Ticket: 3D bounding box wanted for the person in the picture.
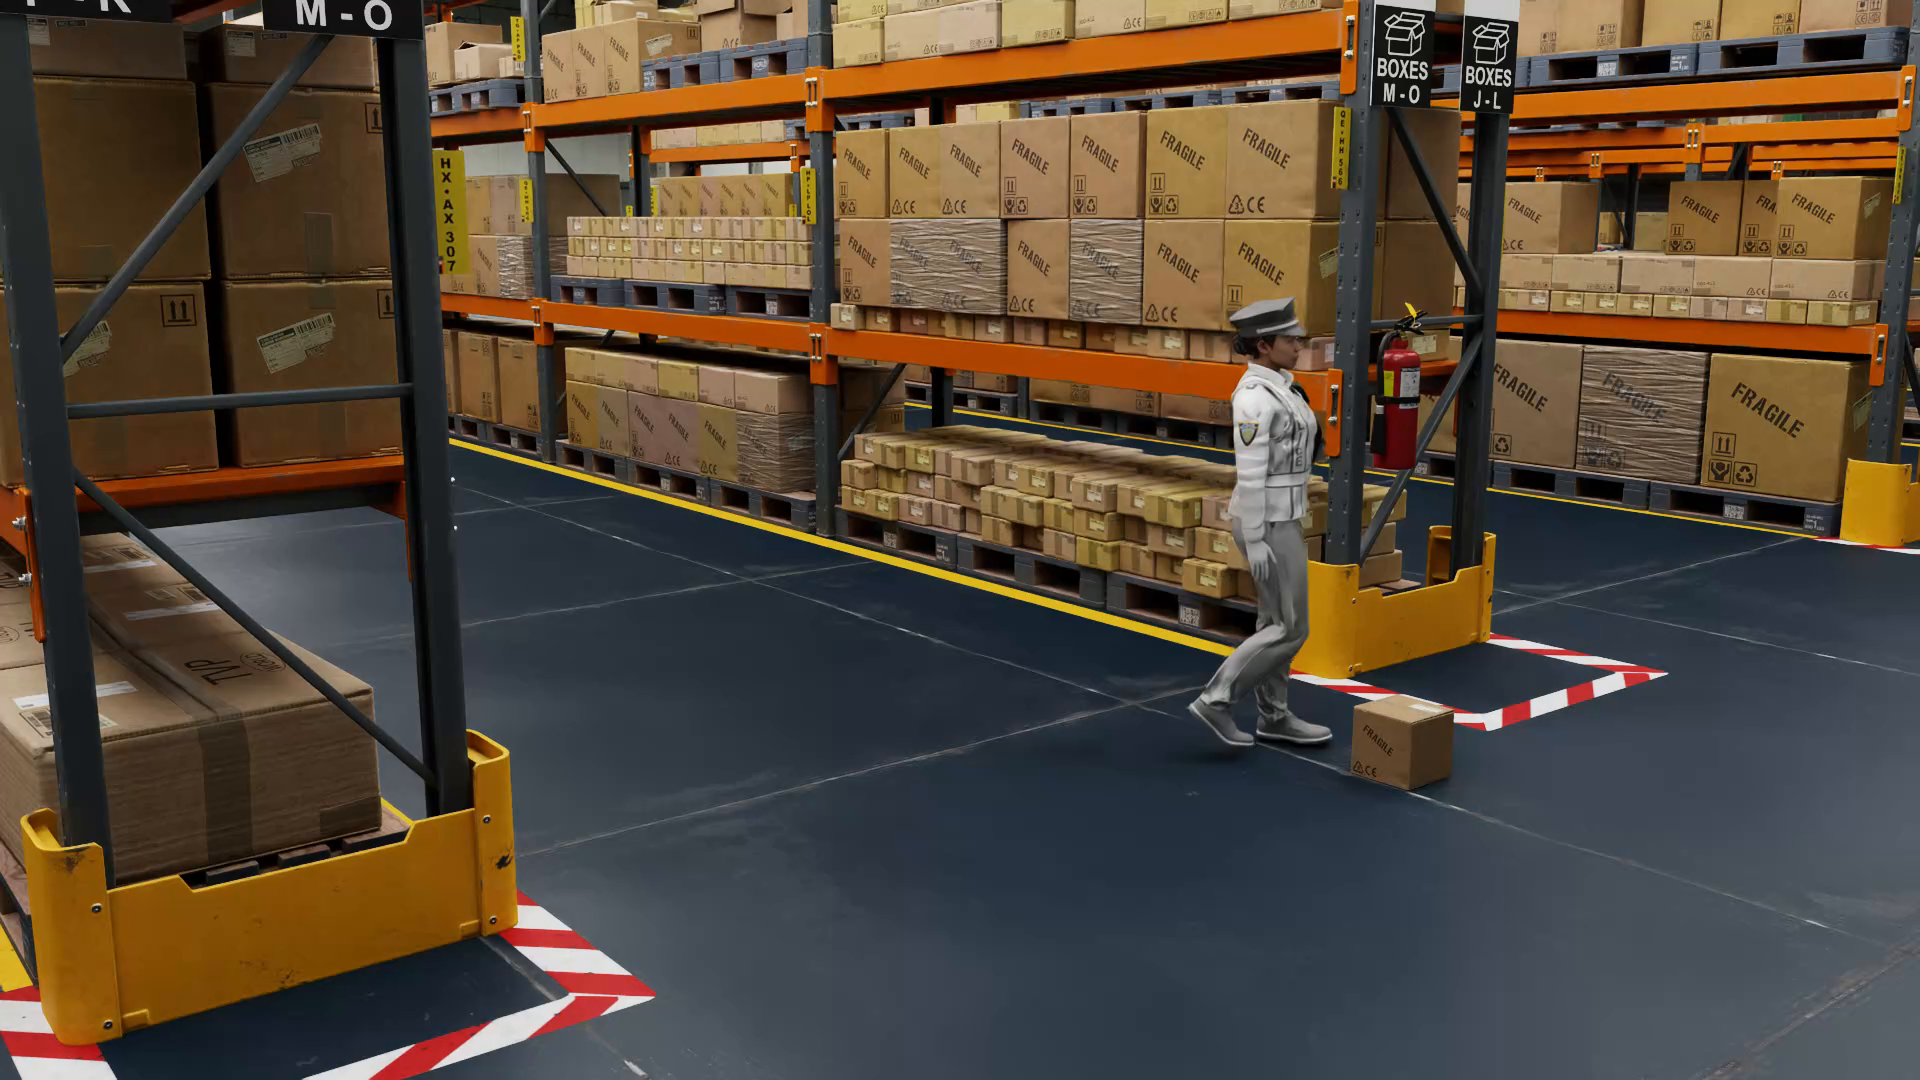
[{"bbox_3d":[1.137,-0.057,6.115,0.521,1.670,0.497,3,11,13],"label":"person"}]
